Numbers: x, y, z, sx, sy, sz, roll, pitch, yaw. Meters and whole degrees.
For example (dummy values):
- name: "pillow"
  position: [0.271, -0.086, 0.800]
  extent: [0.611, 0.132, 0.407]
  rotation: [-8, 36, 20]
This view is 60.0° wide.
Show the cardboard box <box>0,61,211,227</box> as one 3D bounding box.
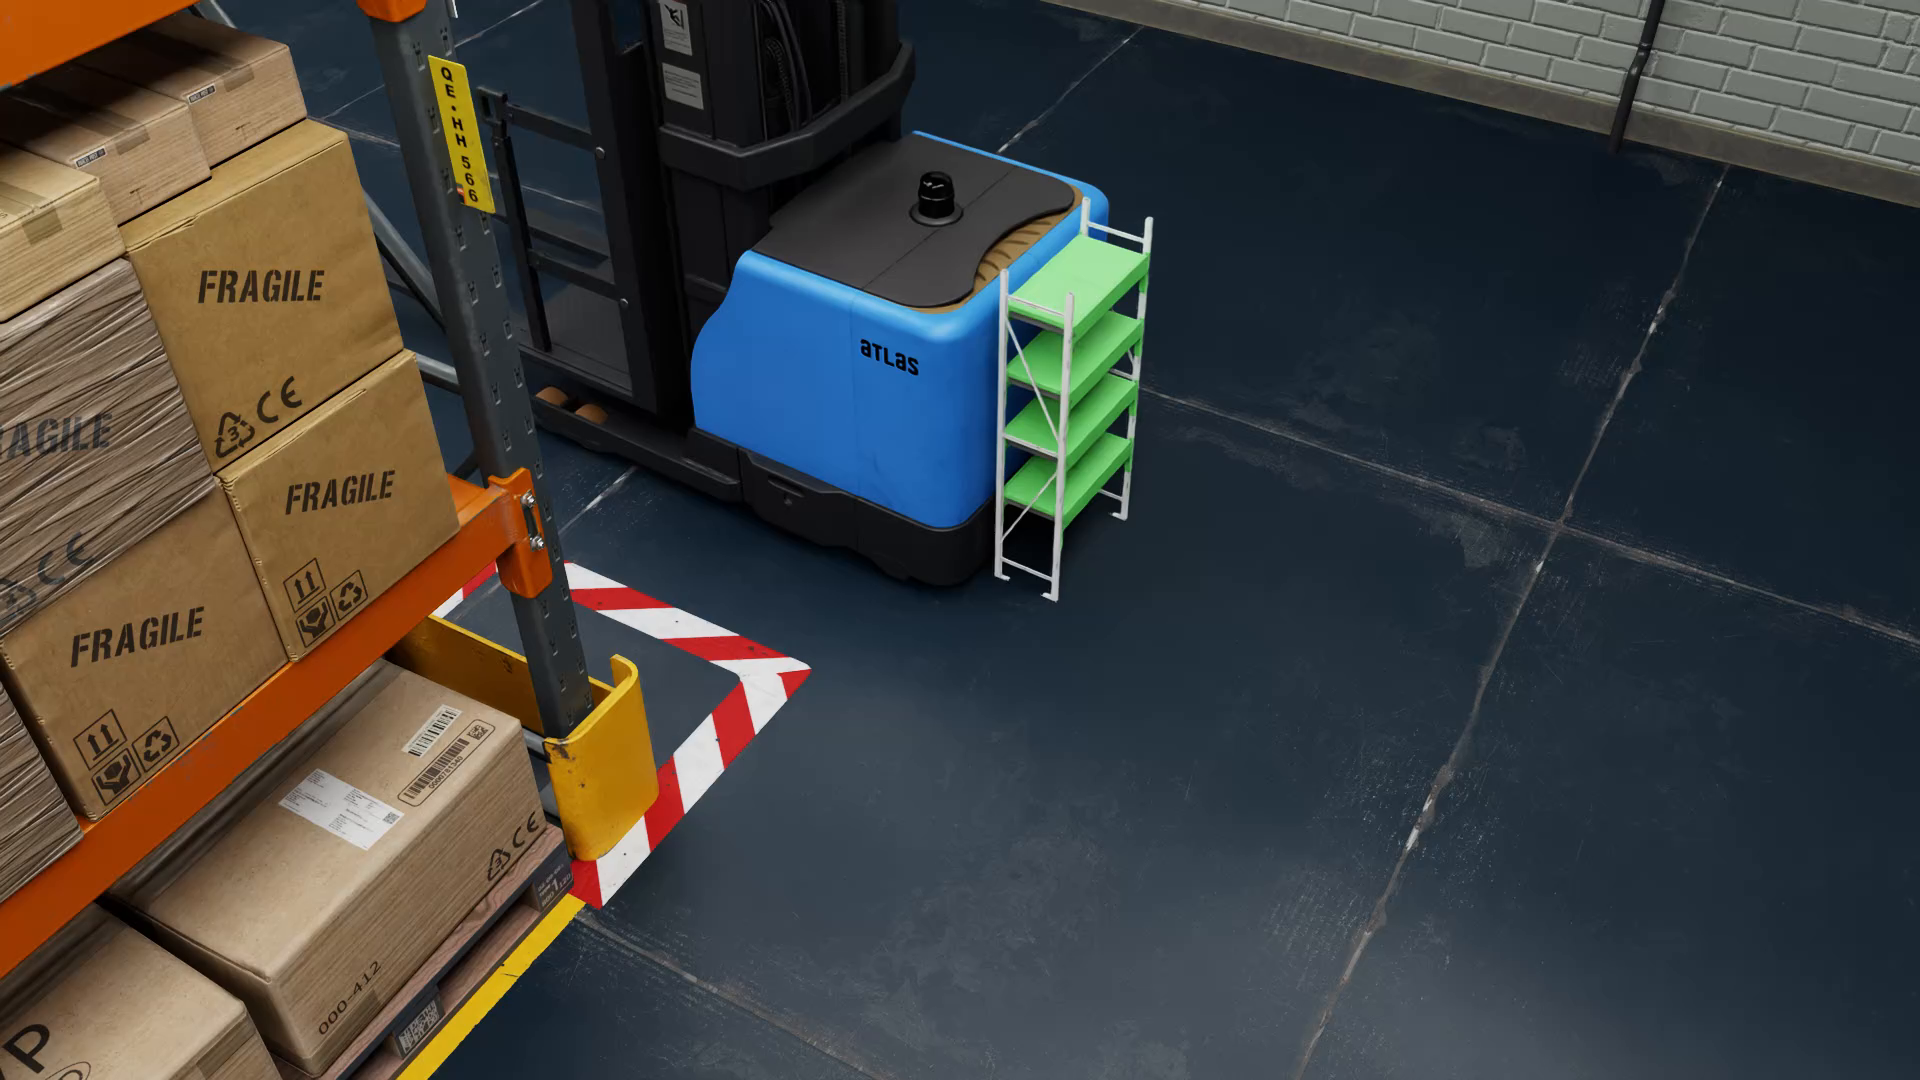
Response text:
- name: "cardboard box"
  position: [-1.579, -0.708, 2.961]
  extent: [0.380, 0.149, 0.250]
  rotation: [22, 46, 23]

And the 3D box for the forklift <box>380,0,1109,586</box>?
- name: "forklift"
  position: [-1.012, -1.702, 5.465]
  extent: [3.031, 2.935, 1.130]
  rotation: [23, 46, 24]

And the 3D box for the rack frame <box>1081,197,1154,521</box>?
- name: "rack frame"
  position: [0.482, -0.564, 5.482]
  extent: [0.240, 1.200, 0.015]
  rotation: [23, 46, 24]

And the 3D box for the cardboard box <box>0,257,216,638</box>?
- name: "cardboard box"
  position: [-1.738, -0.226, 2.904]
  extent: [0.500, 0.500, 0.500]
  rotation: [21, 46, 22]

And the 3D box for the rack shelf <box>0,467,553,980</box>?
- name: "rack shelf"
  position: [-2.468, 0.938, 2.959]
  extent: [1.077, 0.370, 4.000]
  rotation: [21, 45, 22]

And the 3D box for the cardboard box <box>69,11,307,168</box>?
- name: "cardboard box"
  position: [-1.473, -0.861, 3.135]
  extent: [0.380, 0.149, 0.250]
  rotation: [22, 46, 23]

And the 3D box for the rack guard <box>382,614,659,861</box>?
- name: "rack guard"
  position: [-1.455, 0.448, 4.863]
  extent: [1.175, 0.500, 0.348]
  rotation: [21, 45, 22]

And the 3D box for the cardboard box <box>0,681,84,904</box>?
- name: "cardboard box"
  position: [-1.992, 0.430, 2.917]
  extent: [0.500, 0.500, 0.500]
  rotation: [22, 46, 23]

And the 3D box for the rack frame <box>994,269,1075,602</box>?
- name: "rack frame"
  position: [0.222, -0.291, 5.173]
  extent: [0.240, 1.200, 0.015]
  rotation: [23, 46, 24]

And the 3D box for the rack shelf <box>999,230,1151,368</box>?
- name: "rack shelf"
  position: [0.352, -0.740, 5.053]
  extent: [0.258, 0.148, 0.480]
  rotation: [23, 46, 24]

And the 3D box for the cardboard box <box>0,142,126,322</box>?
- name: "cardboard box"
  position: [-1.635, -0.532, 2.761]
  extent: [0.380, 0.149, 0.250]
  rotation: [20, 45, 22]

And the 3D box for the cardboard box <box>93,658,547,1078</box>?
- name: "cardboard box"
  position: [-1.710, 0.739, 4.263]
  extent: [0.875, 0.438, 0.875]
  rotation: [19, 45, 21]

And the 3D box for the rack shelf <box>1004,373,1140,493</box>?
- name: "rack shelf"
  position: [0.352, -0.379, 5.370]
  extent: [0.258, 0.148, 0.480]
  rotation: [23, 46, 24]

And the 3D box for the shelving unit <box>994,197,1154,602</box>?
- name: "shelving unit"
  position: [0.352, -0.427, 5.328]
  extent: [0.258, 1.200, 0.503]
  rotation: [23, 46, 24]

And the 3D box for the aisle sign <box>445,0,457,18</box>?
- name: "aisle sign"
  position: [-1.162, -1.390, 3.092]
  extent: [0.394, 0.787, 0.004]
  rotation: [21, 45, 22]

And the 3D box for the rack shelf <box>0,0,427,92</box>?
- name: "rack shelf"
  position: [-2.468, -0.187, 1.968]
  extent: [1.077, 0.370, 4.000]
  rotation: [21, 45, 22]

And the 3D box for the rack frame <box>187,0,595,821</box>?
- name: "rack frame"
  position: [-1.467, -0.476, 4.021]
  extent: [1.000, 3.000, 0.127]
  rotation: [21, 45, 22]

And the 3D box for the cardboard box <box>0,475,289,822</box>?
- name: "cardboard box"
  position: [-1.743, 0.132, 3.255]
  extent: [0.500, 0.500, 0.500]
  rotation: [20, 45, 21]

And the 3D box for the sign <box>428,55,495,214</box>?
- name: "sign"
  position: [-1.004, -0.812, 3.347]
  extent: [0.100, 0.325, 0.005]
  rotation: [21, 45, 22]

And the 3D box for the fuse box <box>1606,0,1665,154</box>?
- name: "fuse box"
  position: [3.080, -2.449, 7.236]
  extent: [0.539, 1.711, 0.414]
  rotation: [21, 45, 22]

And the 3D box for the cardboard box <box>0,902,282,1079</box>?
- name: "cardboard box"
  position: [-2.161, 1.265, 3.665]
  extent: [0.875, 0.438, 0.875]
  rotation: [22, 46, 23]

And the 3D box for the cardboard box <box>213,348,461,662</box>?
- name: "cardboard box"
  position: [-1.479, -0.150, 3.575]
  extent: [0.500, 0.500, 0.500]
  rotation: [21, 46, 22]

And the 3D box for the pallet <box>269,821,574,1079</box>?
- name: "pallet"
  position: [-1.799, 1.054, 4.394]
  extent: [1.003, 0.211, 1.213]
  rotation: [21, 45, 22]

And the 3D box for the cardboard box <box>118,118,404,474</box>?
- name: "cardboard box"
  position: [-1.502, -0.534, 3.255]
  extent: [0.500, 0.500, 0.500]
  rotation: [22, 46, 23]

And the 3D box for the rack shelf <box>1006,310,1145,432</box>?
- name: "rack shelf"
  position: [0.352, -0.560, 5.211]
  extent: [0.258, 0.148, 0.480]
  rotation: [23, 46, 24]

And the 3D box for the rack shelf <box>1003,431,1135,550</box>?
- name: "rack shelf"
  position: [0.352, -0.199, 5.528]
  extent: [0.258, 0.148, 0.480]
  rotation: [23, 46, 24]
